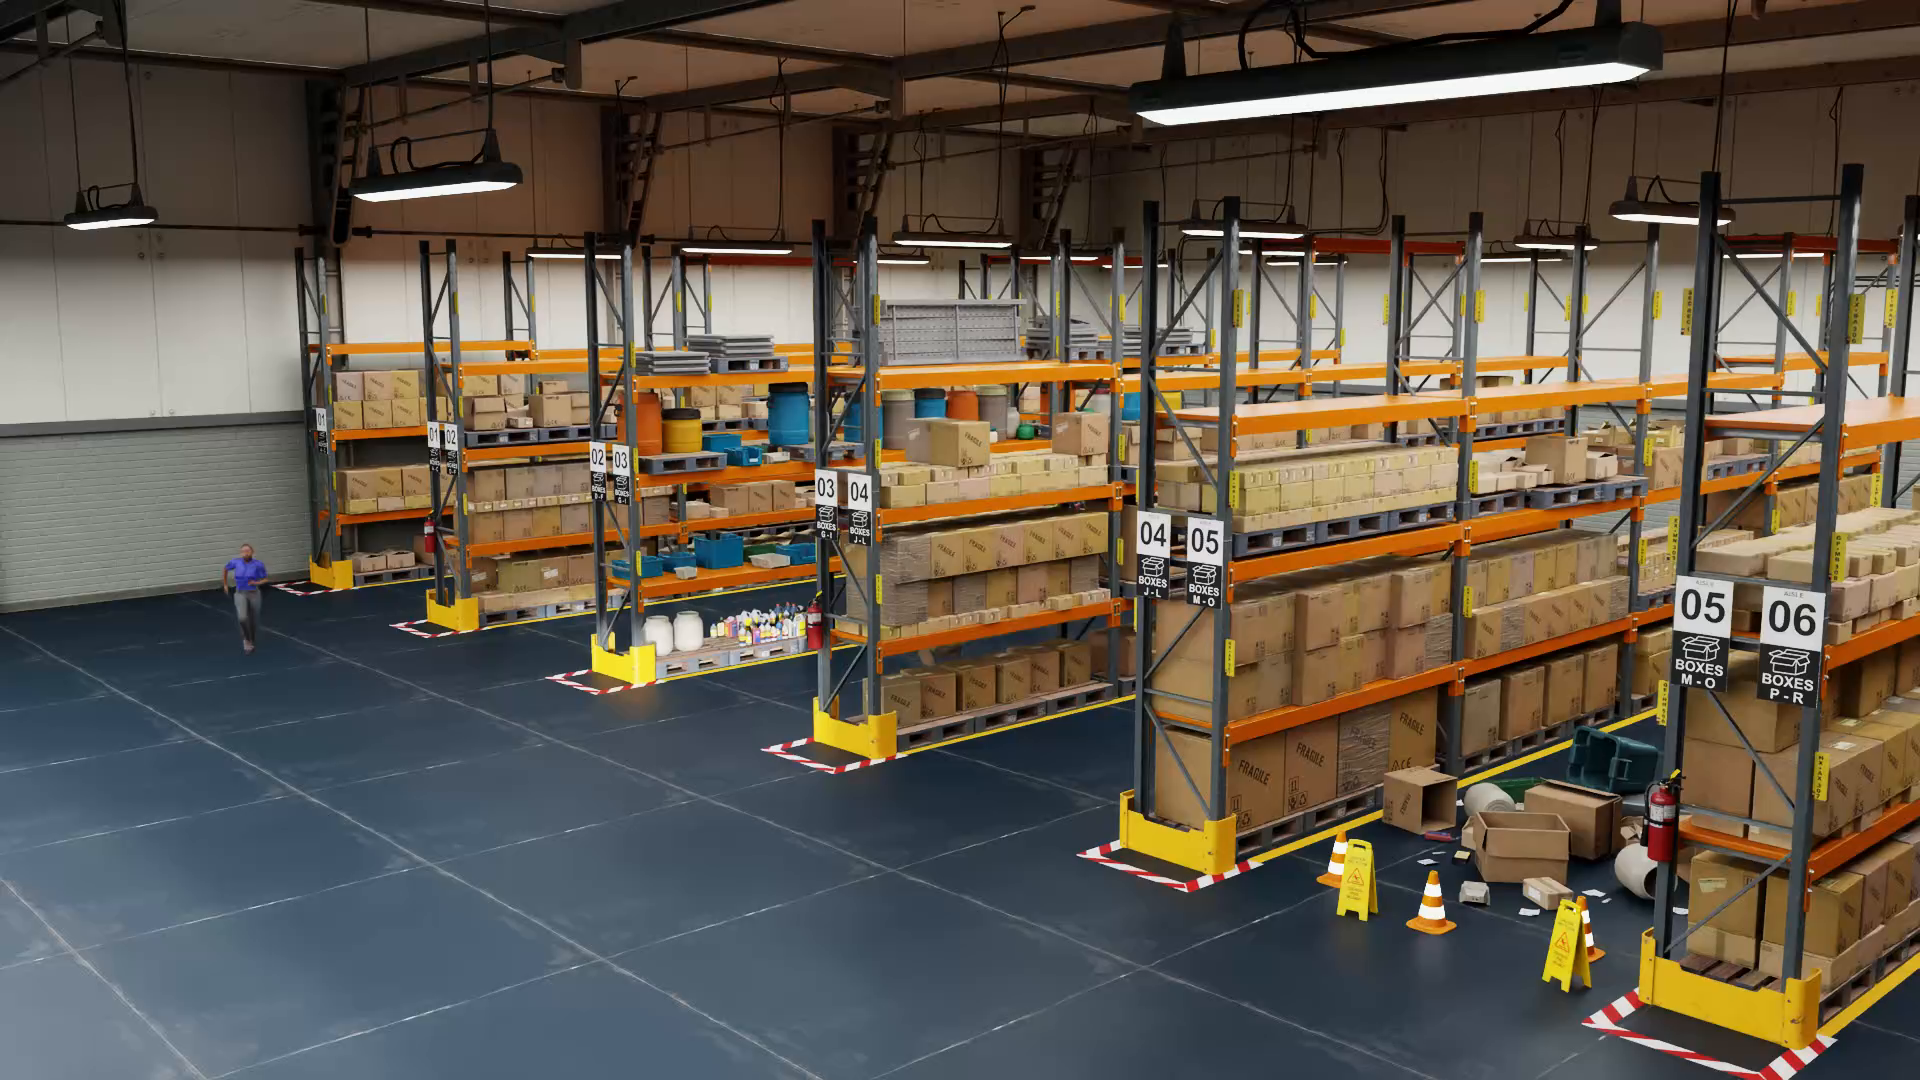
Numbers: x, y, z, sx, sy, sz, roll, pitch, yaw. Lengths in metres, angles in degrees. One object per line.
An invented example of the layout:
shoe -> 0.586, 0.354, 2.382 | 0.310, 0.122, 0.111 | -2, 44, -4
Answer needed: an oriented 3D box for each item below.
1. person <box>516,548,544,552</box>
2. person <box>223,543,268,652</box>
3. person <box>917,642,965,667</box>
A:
person -> -7.439, 0.141, 28.907 | 0.607, 1.704, 0.735 | 5, 10, 33
person -> -10.299, 0.846, 23.998 | 0.609, 1.592, 0.751 | -3, 9, -21
person -> -0.288, 1.070, 22.020 | 0.685, 1.708, 0.749 | 8, 12, 44
